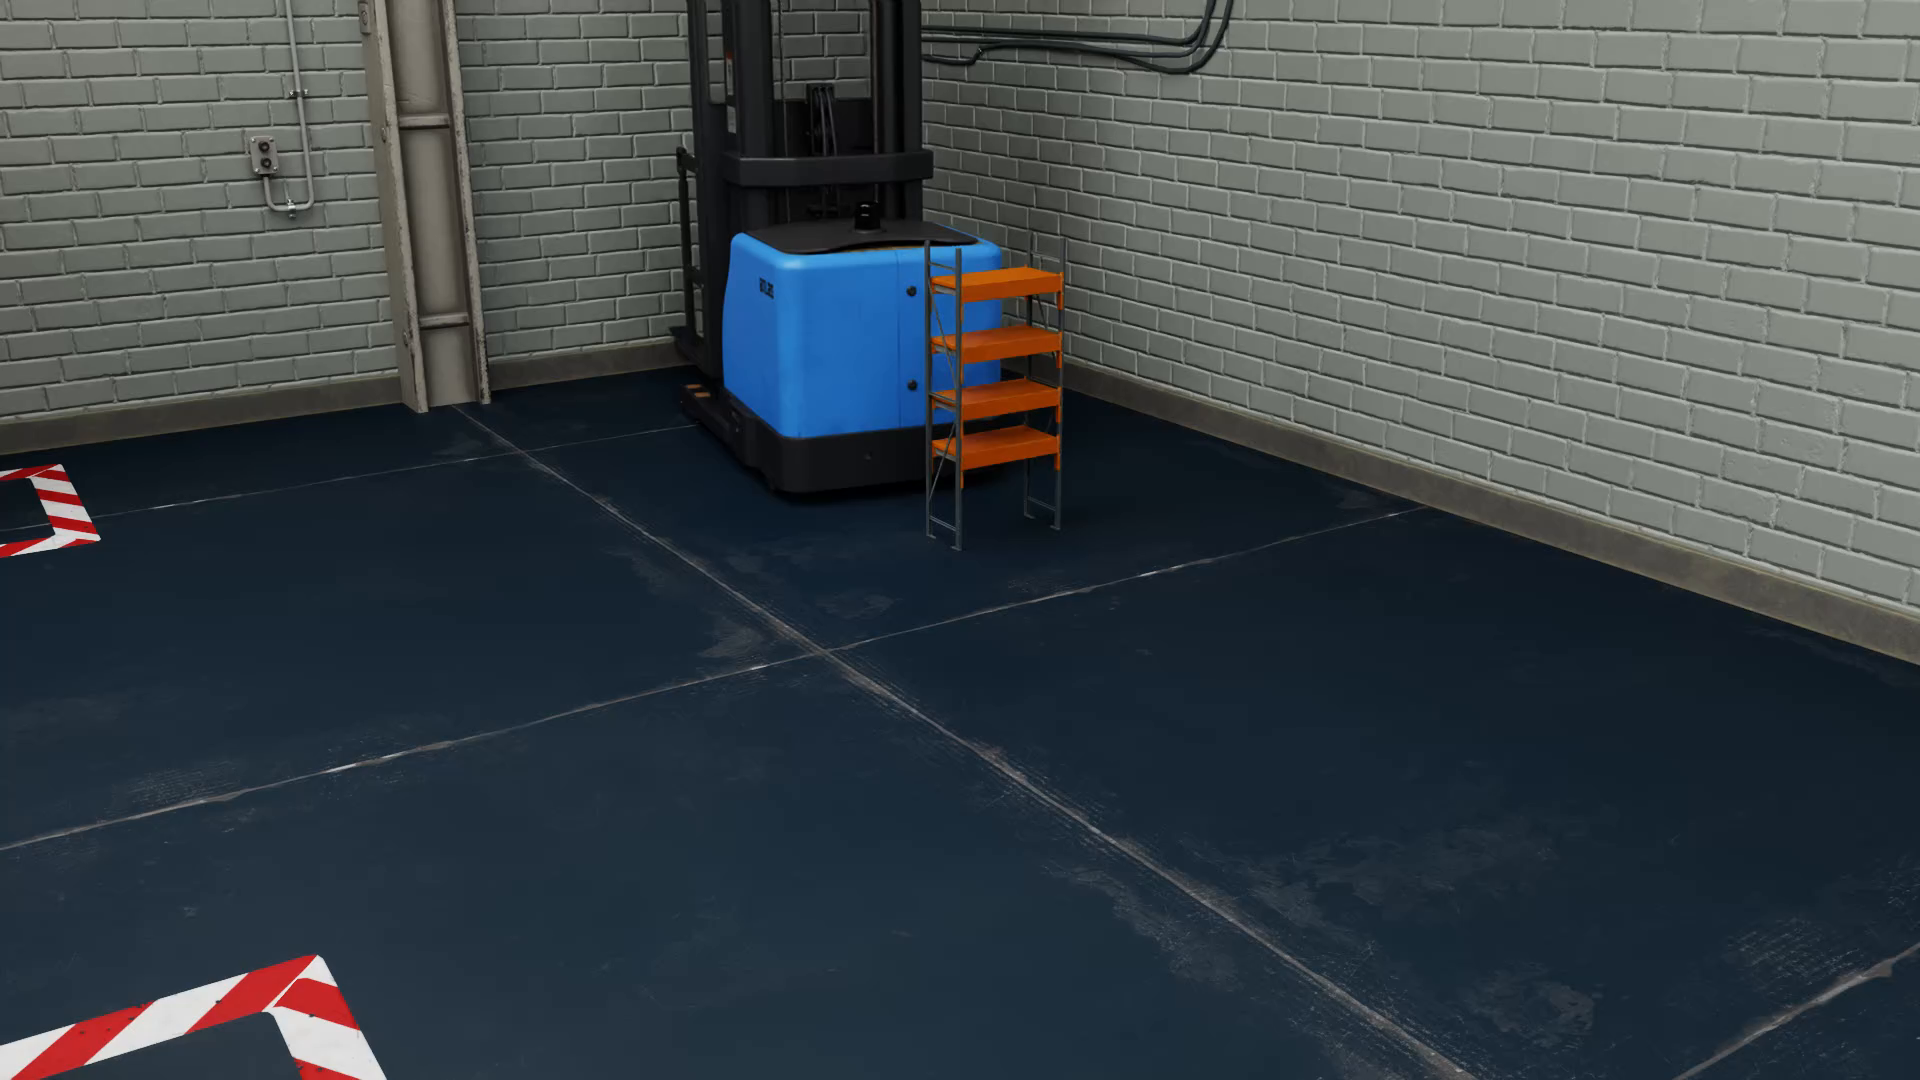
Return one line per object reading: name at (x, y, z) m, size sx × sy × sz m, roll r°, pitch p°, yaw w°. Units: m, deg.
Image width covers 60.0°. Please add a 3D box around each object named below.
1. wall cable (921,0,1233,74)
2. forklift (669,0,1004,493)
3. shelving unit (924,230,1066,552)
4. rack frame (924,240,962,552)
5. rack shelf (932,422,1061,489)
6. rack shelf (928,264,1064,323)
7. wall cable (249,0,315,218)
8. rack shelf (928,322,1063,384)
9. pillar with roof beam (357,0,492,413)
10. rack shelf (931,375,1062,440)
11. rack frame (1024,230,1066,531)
wall cable at (0.381, -3.728, 8.568) m, size 0.112 × 2.526 × 3.097 m, roll -12°, pitch 22°, yaw -31°
forklift at (-0.823, -2.024, 8.154) m, size 1.130 × 2.935 × 3.031 m, roll -7°, pitch 20°, yaw -21°
shelving unit at (0.138, -0.598, 6.639) m, size 0.503 × 1.200 × 0.258 m, roll -12°, pitch 22°, yaw -31°
rack frame at (-0.066, -0.555, 6.512) m, size 0.015 × 1.200 × 0.240 m, roll -12°, pitch 22°, yaw -31°
rack shelf at (0.138, -0.346, 6.724) m, size 0.480 × 0.148 × 0.258 m, roll -12°, pitch 22°, yaw -31°
rack shelf at (0.138, -0.970, 6.513) m, size 0.480 × 0.148 × 0.258 m, roll -12°, pitch 22°, yaw -31°
wall cable at (-3.990, -2.416, 7.621) m, size 1.851 × 1.984 × 0.084 m, roll -12°, pitch 22°, yaw -31°
rack shelf at (0.138, -0.746, 6.589) m, size 0.480 × 0.148 × 0.258 m, roll -12°, pitch 22°, yaw -31°
pillar with roof beam at (-0.392, -3.853, 4.092) m, size 0.400 × 9.000 × 9.100 m, roll -12°, pitch 22°, yaw -31°
rack shelf at (0.138, -0.534, 6.660) m, size 0.480 × 0.148 × 0.258 m, roll -12°, pitch 22°, yaw -31°
rack frame at (0.342, -0.641, 6.766) m, size 0.015 × 1.200 × 0.240 m, roll -12°, pitch 22°, yaw -31°
